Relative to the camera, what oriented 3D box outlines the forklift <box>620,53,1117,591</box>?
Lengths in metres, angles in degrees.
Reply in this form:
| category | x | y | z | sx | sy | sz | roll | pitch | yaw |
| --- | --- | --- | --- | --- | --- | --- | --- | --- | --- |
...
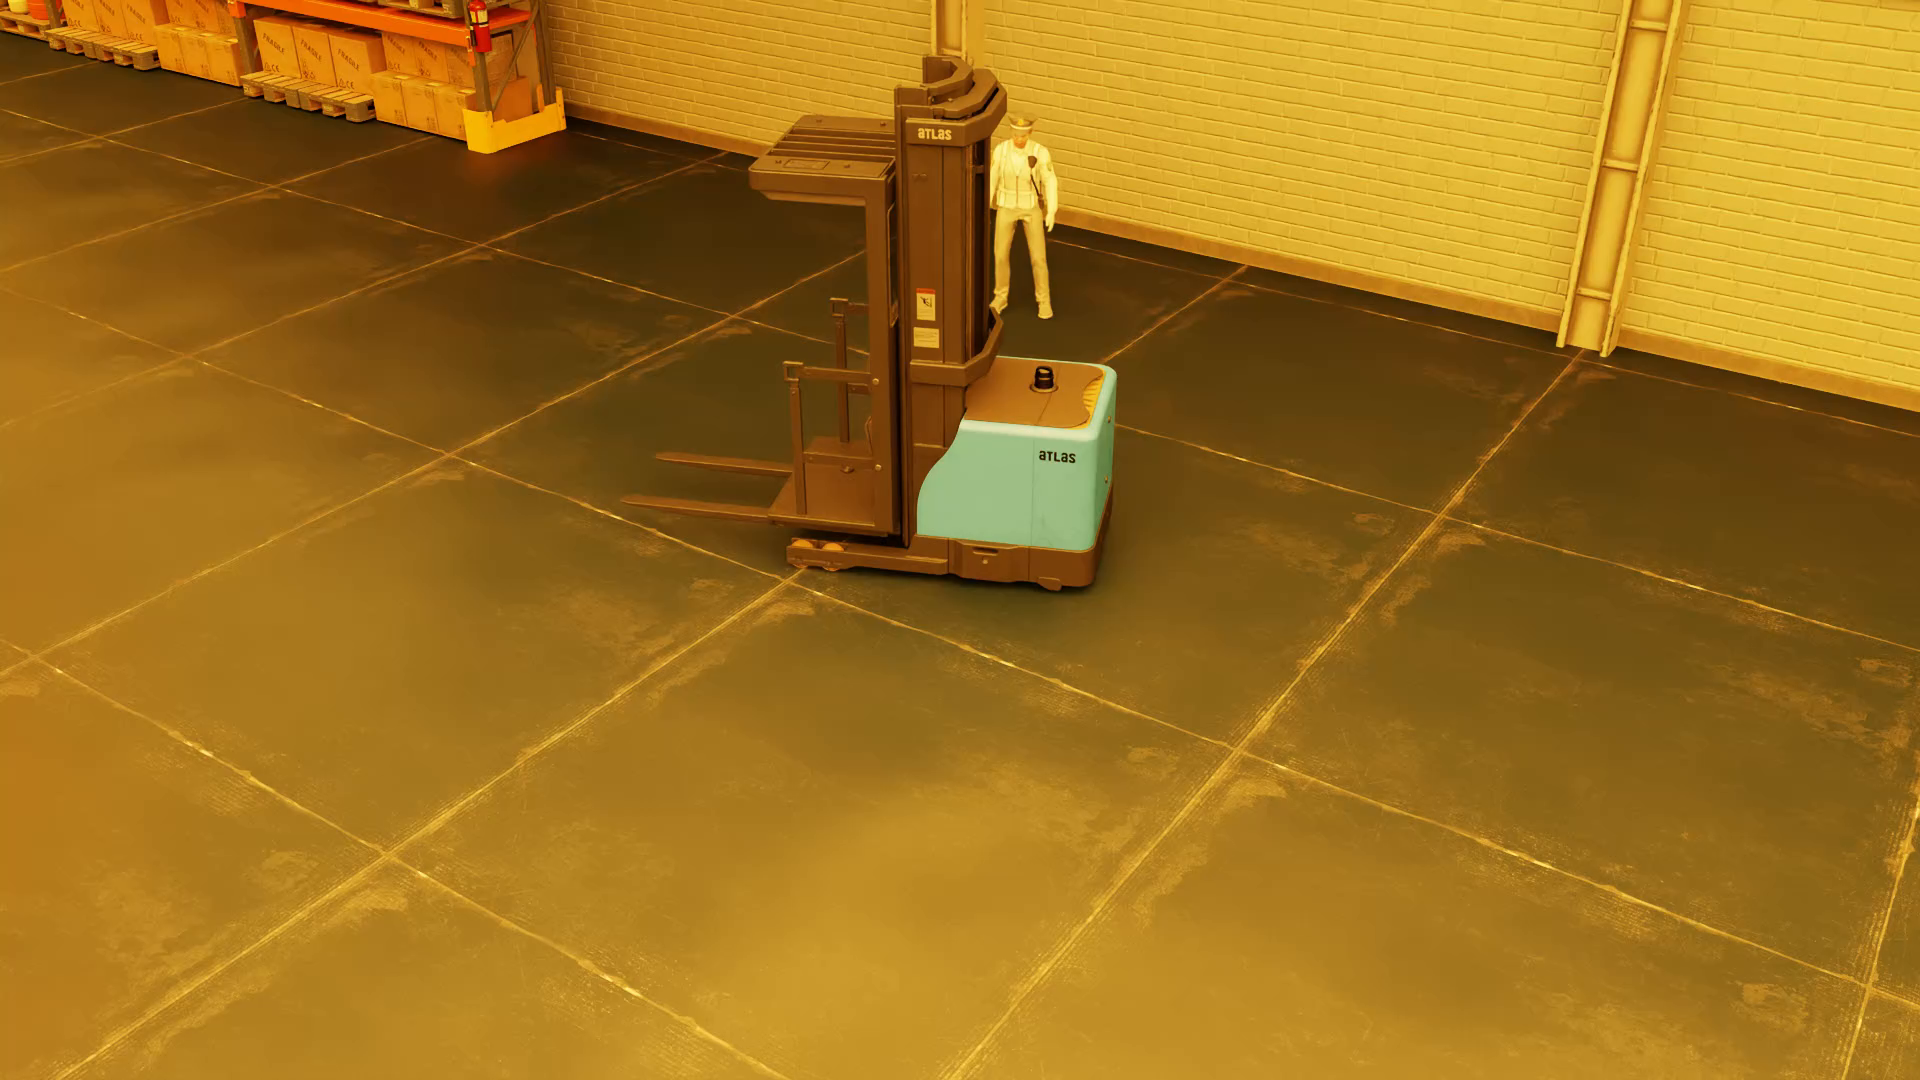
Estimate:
| category | x | y | z | sx | sy | sz | roll | pitch | yaw |
| --- | --- | --- | --- | --- | --- | --- | --- | --- | --- |
| forklift | -0.596 | -1.330 | 9.871 | 3.031 | 2.935 | 1.130 | 6 | 31 | 10 |

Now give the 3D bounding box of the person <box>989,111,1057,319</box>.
| category | x | y | z | sx | sy | sz | roll | pitch | yaw |
| --- | --- | --- | --- | --- | --- | --- | --- | --- | --- |
| person | 0.478 | -2.630 | 13.378 | 0.610 | 1.667 | 0.396 | 5 | 31 | 9 |
